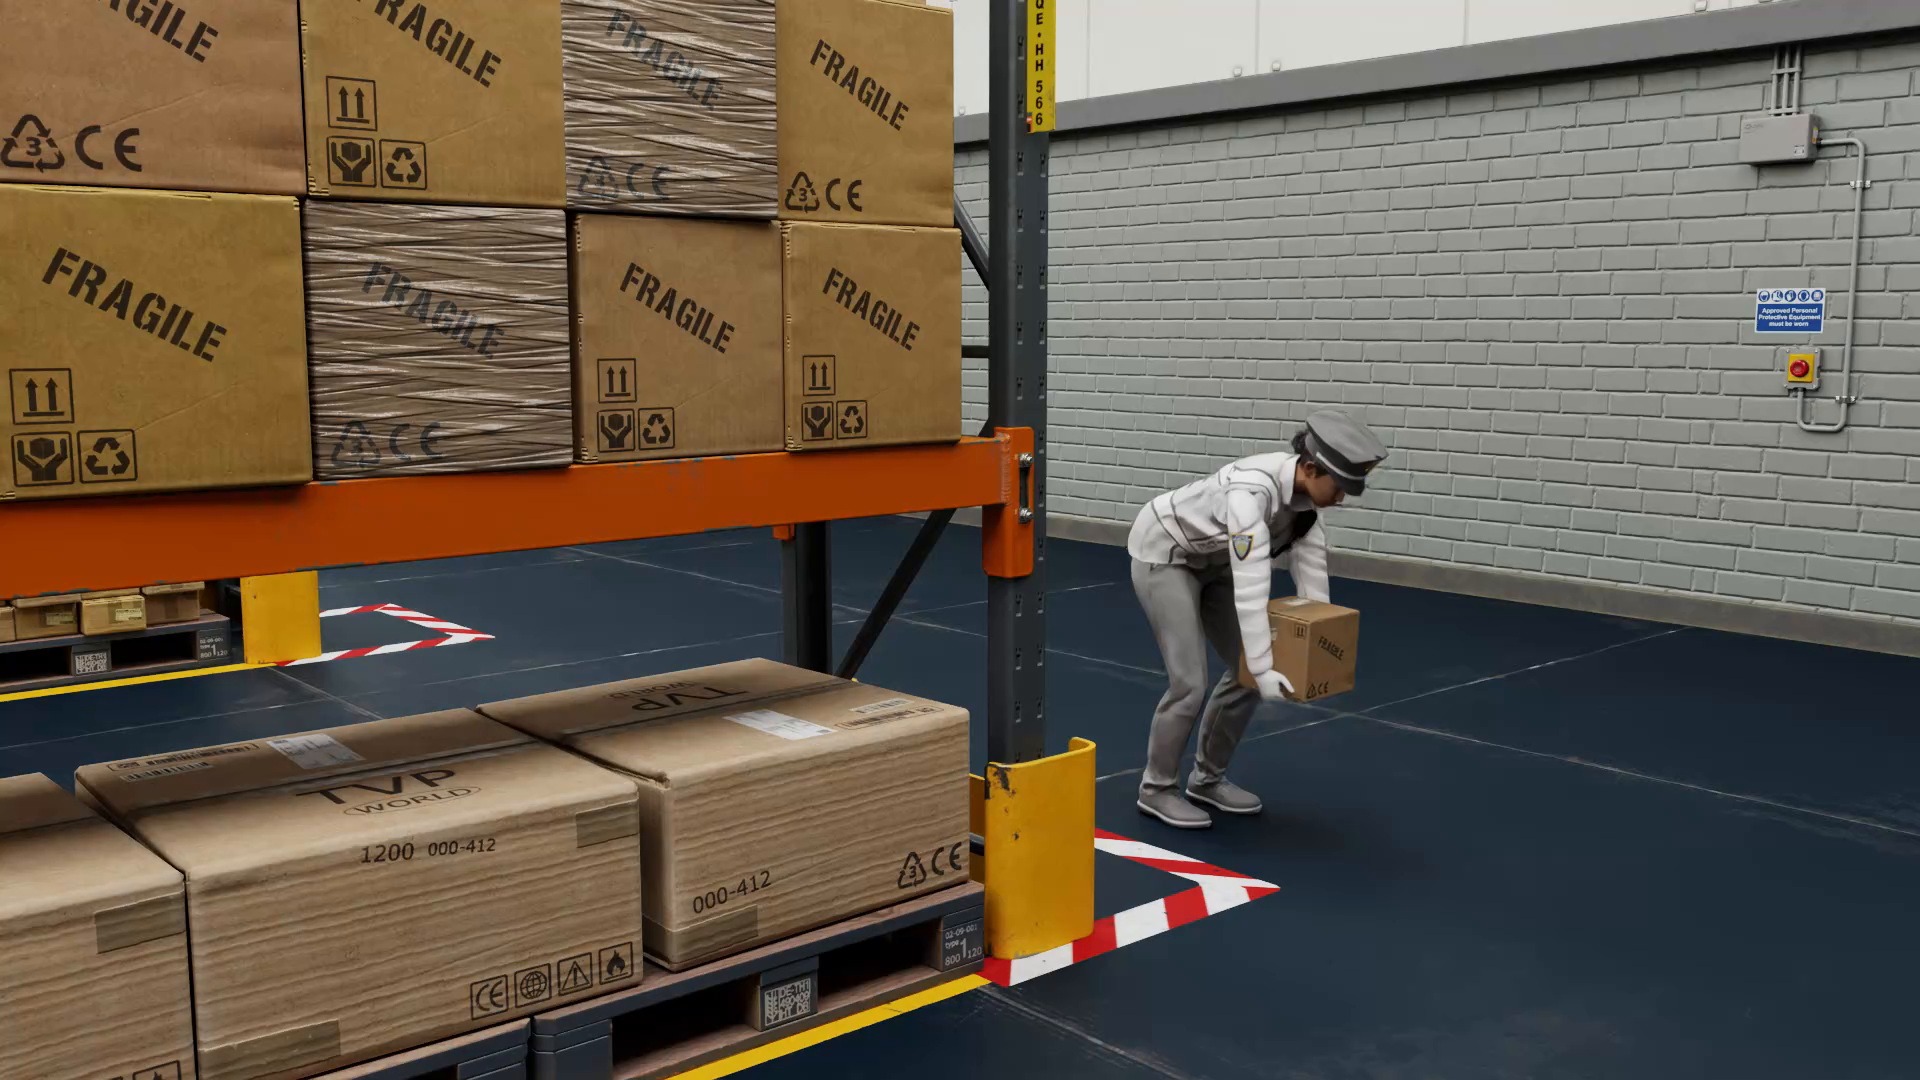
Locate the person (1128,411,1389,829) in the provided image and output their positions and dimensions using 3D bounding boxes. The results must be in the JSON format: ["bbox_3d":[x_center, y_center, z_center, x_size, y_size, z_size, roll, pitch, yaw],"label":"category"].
[{"bbox_3d":[0.912,0.253,5.182,0.417,1.326,0.866,-7,10,-43],"label":"person"}]
